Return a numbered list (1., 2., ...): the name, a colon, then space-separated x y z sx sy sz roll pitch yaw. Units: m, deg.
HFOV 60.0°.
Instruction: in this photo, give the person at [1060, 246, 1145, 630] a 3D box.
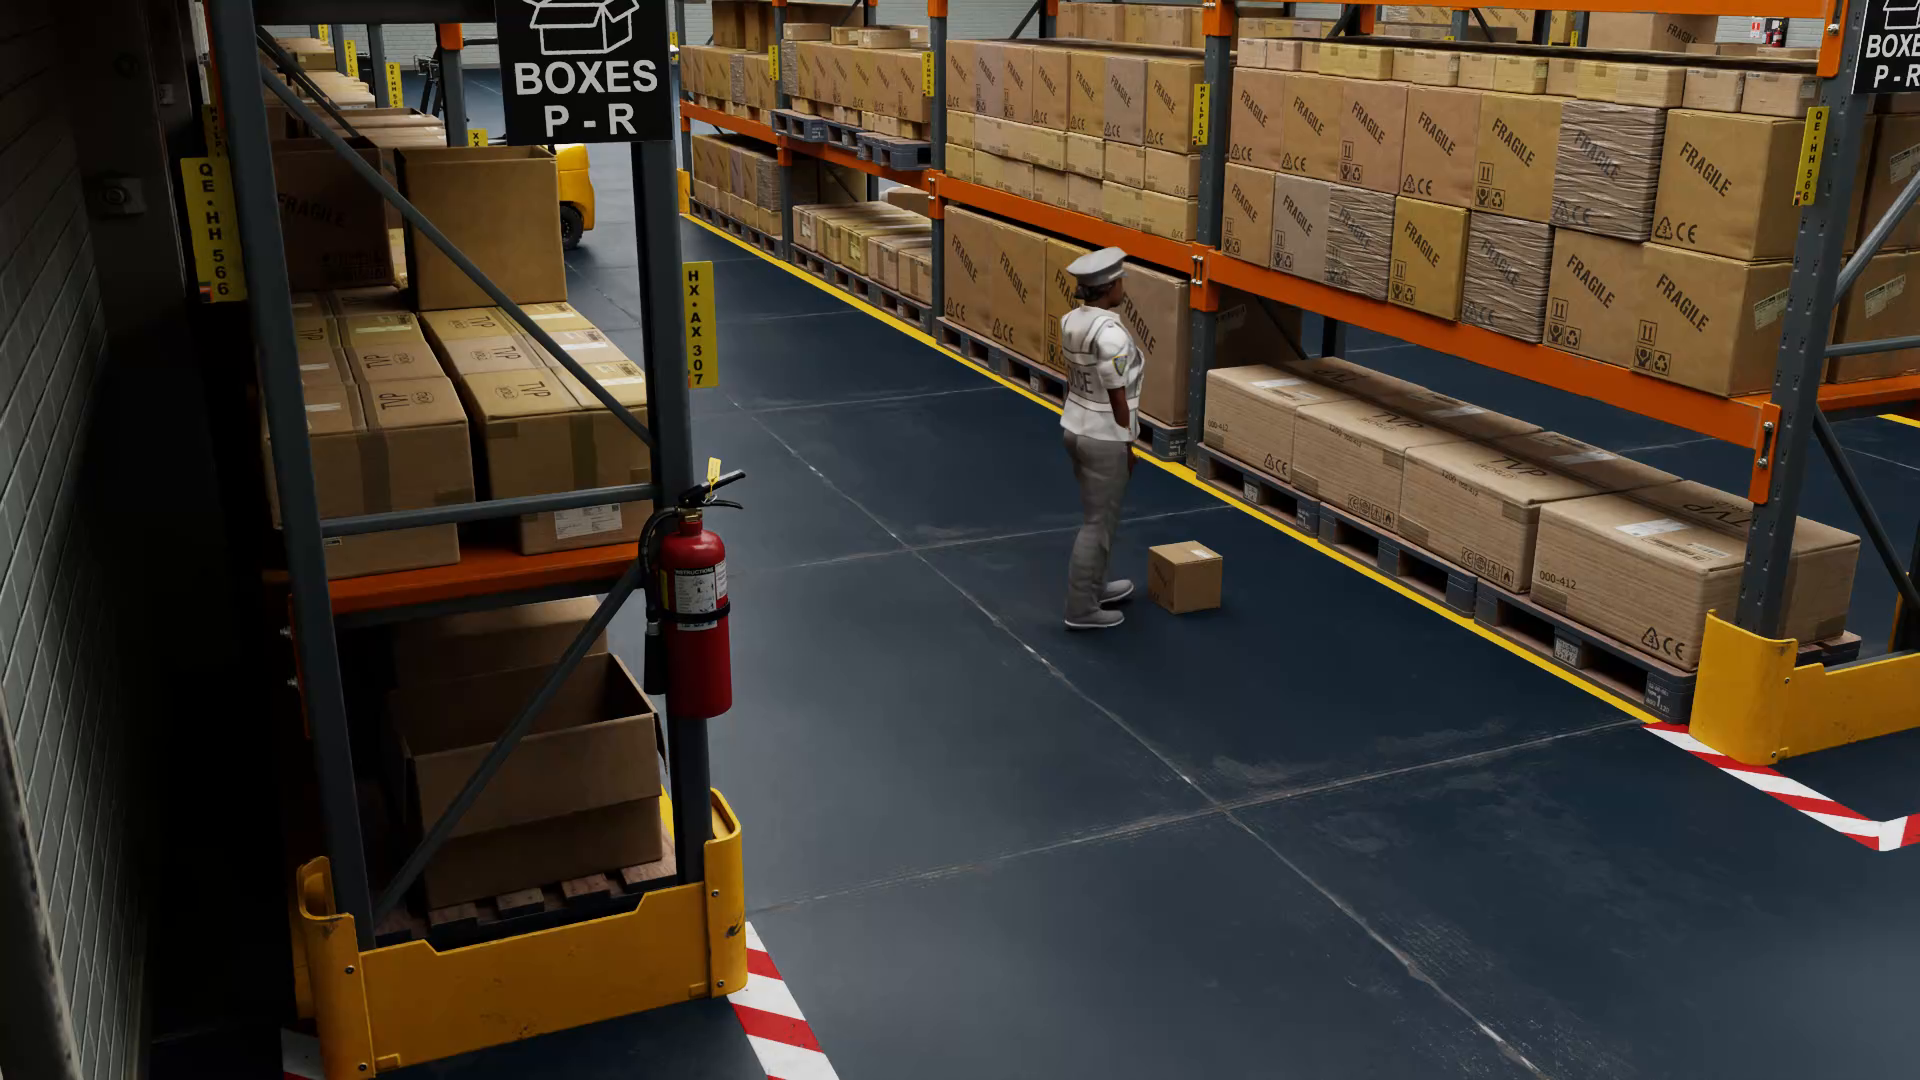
1. person: 0.643 -0.446 7.351 0.454 1.680 0.439 -7 20 -20
